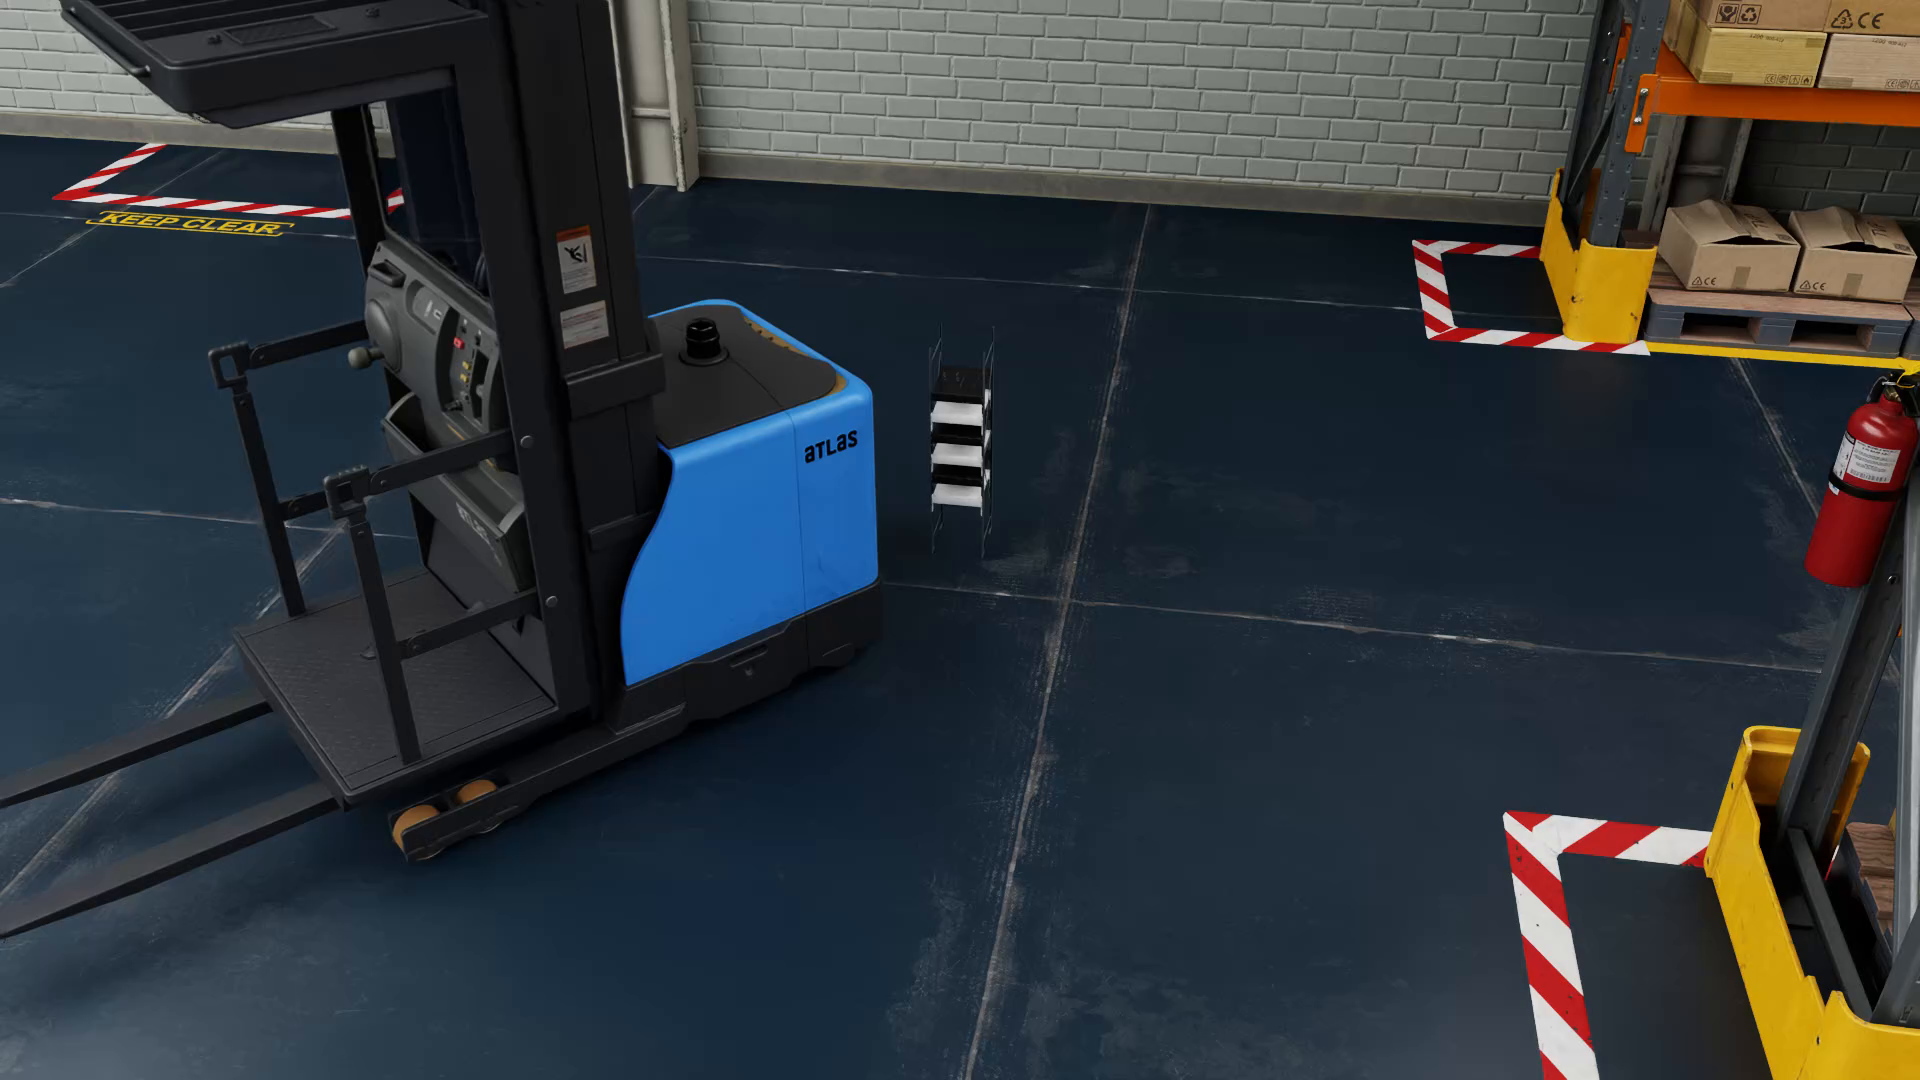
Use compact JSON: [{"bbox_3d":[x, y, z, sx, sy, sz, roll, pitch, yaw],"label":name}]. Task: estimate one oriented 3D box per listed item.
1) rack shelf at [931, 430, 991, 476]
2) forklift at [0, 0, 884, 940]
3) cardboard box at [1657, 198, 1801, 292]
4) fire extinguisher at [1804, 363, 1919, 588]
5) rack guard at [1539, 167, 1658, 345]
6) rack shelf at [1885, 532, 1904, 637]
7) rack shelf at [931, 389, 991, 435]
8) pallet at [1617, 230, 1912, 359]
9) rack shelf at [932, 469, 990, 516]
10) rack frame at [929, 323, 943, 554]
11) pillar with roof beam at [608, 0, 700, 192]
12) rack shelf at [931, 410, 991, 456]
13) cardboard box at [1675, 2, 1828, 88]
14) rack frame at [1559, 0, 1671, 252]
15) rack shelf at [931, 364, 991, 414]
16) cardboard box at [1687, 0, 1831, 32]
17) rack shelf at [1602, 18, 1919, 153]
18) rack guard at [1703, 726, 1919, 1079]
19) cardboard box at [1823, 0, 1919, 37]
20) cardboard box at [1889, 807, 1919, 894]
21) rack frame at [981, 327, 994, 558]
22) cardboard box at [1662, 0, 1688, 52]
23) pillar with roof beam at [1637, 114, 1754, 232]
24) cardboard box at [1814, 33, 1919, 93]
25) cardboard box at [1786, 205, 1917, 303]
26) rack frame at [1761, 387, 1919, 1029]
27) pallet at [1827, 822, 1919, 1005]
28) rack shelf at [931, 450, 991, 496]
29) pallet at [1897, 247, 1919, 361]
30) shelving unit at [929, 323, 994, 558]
[{"bbox_3d":[0.008,-0.352,6.528,0.200,0.077,0.258,5,32,8],"label":"rack shelf"},{"bbox_3d":[-1.752,-0.568,4.895,3.031,2.935,1.130,-23,38,-31],"label":"forklift"},{"bbox_3d":[3.905,-1.508,8.452,0.500,0.311,0.500,2,32,3],"label":"cardboard box"},{"bbox_3d":[2.370,-0.200,4.315,0.183,0.674,0.296,5,32,8],"label":"fire extinguisher"},{"bbox_3d":[3.313,-1.504,8.682,0.348,0.500,1.175,5,32,8],"label":"rack guard"},{"bbox_3d":[4.380,0.504,3.795,4.000,0.370,1.077,5,32,8],"label":"rack shelf"},{"bbox_3d":[0.008,-0.505,6.432,0.200,0.077,0.258,5,32,8],"label":"rack shelf"},{"bbox_3d":[4.108,-1.291,8.613,1.213,0.211,1.003,5,32,8],"label":"pallet"},{"bbox_3d":[0.008,-0.200,6.623,0.200,0.077,0.258,5,32,8],"label":"rack shelf"},{"bbox_3d":[-0.092,-0.390,6.525,0.006,0.900,0.240,5,32,8],"label":"rack frame"},{"bbox_3d":[-2.565,-3.787,4.319,0.400,9.000,9.100,5,32,8],"label":"pillar with roof beam"},{"bbox_3d":[0.008,-0.429,6.480,0.200,0.077,0.258,5,32,8],"label":"rack shelf"},{"bbox_3d":[3.665,-2.306,7.729,0.500,0.250,0.500,4,32,7],"label":"cardboard box"},{"bbox_3d":[3.238,-2.570,8.029,0.127,3.000,1.000,5,32,8],"label":"rack frame"},{"bbox_3d":[0.008,-0.581,6.384,0.200,0.077,0.258,5,32,8],"label":"rack shelf"},{"bbox_3d":[3.658,-2.633,7.546,0.500,0.500,0.500,5,32,8],"label":"cardboard box"},{"bbox_3d":[5.209,-2.087,7.935,4.000,0.370,1.077,5,32,8],"label":"rack shelf"},{"bbox_3d":[2.384,1.078,4.556,0.348,0.500,1.175,5,32,8],"label":"rack guard"},{"bbox_3d":[4.143,-2.584,7.467,0.500,0.500,0.500,5,32,8],"label":"cardboard box"},{"bbox_3d":[2.986,0.901,4.678,0.500,0.250,0.500,5,32,8],"label":"cardboard box"},{"bbox_3d":[0.108,-0.372,6.496,0.006,0.900,0.240,5,32,8],"label":"rack frame"},{"bbox_3d":[3.731,-2.575,8.159,0.500,0.250,0.500,6,32,9],"label":"cardboard box"},{"bbox_3d":[3.349,-3.252,3.464,0.400,9.000,9.100,5,32,8],"label":"pillar with roof beam"},{"bbox_3d":[4.180,-2.267,7.667,0.500,0.250,0.500,4,32,7],"label":"cardboard box"},{"bbox_3d":[4.467,-1.458,8.371,0.500,0.311,0.500,8,33,12],"label":"cardboard box"},{"bbox_3d":[2.408,0.021,3.890,0.127,3.000,1.000,5,32,8],"label":"rack frame"},{"bbox_3d":[3.169,1.249,4.556,1.213,0.211,1.003,5,32,8],"label":"pallet"},{"bbox_3d":[0.008,-0.276,6.576,0.200,0.077,0.258,5,32,8],"label":"rack shelf"},{"bbox_3d":[5.307,-1.181,8.437,1.213,0.211,1.003,5,32,8],"label":"pallet"},{"bbox_3d":[0.008,-0.381,6.510,0.210,0.900,0.258,5,32,8],"label":"shelving unit"}]
